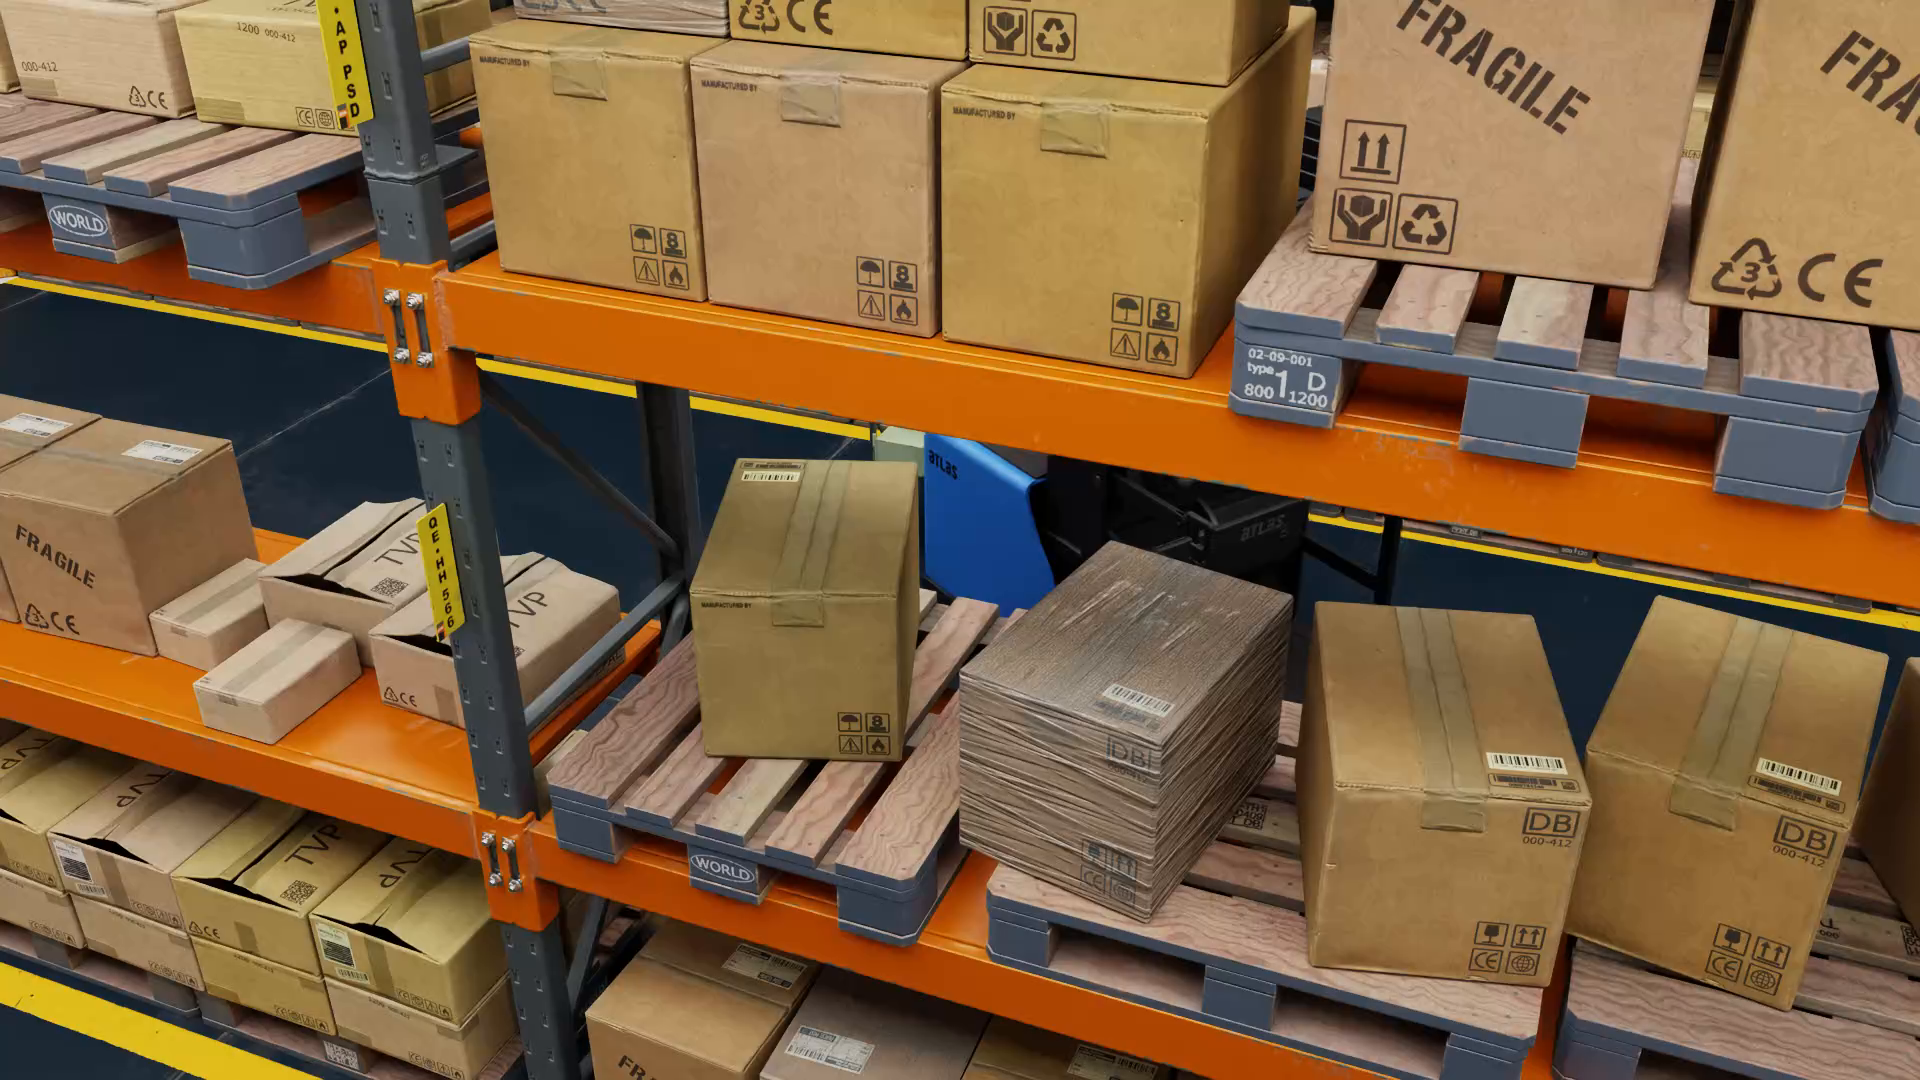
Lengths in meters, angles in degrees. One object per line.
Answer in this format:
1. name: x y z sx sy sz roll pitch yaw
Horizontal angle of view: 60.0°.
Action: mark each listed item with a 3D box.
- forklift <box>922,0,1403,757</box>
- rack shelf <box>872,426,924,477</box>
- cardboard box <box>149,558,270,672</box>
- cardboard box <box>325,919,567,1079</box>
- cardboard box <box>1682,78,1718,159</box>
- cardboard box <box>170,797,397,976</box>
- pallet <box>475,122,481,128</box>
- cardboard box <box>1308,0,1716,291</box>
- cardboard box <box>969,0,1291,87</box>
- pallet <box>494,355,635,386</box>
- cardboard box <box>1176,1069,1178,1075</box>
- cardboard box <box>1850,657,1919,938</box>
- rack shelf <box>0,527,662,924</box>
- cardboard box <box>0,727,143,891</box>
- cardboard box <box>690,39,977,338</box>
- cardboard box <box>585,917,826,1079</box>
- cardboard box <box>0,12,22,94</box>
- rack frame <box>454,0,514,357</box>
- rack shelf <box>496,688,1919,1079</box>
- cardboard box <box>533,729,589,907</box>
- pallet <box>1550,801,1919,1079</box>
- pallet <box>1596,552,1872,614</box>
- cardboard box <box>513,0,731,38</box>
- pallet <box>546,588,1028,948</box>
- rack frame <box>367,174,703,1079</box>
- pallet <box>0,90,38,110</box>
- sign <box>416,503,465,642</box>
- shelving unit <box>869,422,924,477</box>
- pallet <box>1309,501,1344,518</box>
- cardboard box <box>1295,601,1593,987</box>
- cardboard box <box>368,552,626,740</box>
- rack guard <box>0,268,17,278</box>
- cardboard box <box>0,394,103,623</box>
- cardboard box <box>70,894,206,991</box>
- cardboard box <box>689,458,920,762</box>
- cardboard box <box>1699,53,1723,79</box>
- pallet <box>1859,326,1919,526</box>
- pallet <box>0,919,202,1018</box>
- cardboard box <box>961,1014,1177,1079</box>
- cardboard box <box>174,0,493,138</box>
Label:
1. forklift: 1.073 -0.409 5.995 1.130 2.935 3.031 -18 34 -29
2. rack shelf: -0.006 -0.370 8.044 0.720 0.370 0.431 11 31 19
3. cardboard box: -2.209 0.228 5.054 0.250 0.149 0.380 14 32 23
4. cardboard box: -1.586 1.357 5.169 0.500 0.250 0.500 12 32 20
5. cardboard box: 3.087 -1.862 7.309 0.500 0.250 0.500 12 32 20
6. cardboard box: -2.069 1.021 5.193 0.500 0.311 0.500 11 31 18
7. pallet: -2.201 -2.379 9.606 1.213 0.211 1.003 11 31 19
8. cardboard box: 1.024 -0.879 3.079 0.600 0.600 0.600 10 31 17
9. cardboard box: 0.340 -1.184 3.130 0.500 0.500 0.500 11 31 19
10. pallet: -2.132 -1.313 10.359 1.213 0.211 1.003 11 31 19
11. cardboard box: 0.428 1.387 4.840 0.500 0.500 0.500 10 31 17
12. cardboard box: 2.345 0.653 3.518 0.500 0.500 0.700 1 30 2
13. rack shelf: -2.860 0.272 5.452 4.000 0.370 1.077 11 31 19
14. cardboard box: -2.999 0.833 5.526 0.500 0.311 0.500 12 32 20
15. cardboard box: -0.117 -0.861 3.575 0.500 0.500 0.910 11 31 19
16. cardboard box: -0.692 1.440 4.747 0.500 0.500 0.500 13 32 21
17. cardboard box: -2.467 -1.353 4.272 0.500 0.250 0.500 11 31 18
18. rack frame: -2.854 -2.671 9.927 0.127 3.000 1.000 11 31 19
19. rack shelf: 0.847 1.012 4.142 4.000 0.370 1.077 11 31 19
20. cardboard box: -1.381 0.868 5.464 0.500 0.311 0.500 12 32 21
21. pallet: 2.000 0.955 3.708 1.213 0.211 1.003 11 31 19
22. pallet: 3.816 -0.085 8.186 1.213 0.211 1.003 11 31 19
23. cardboard box: -0.605 -1.372 3.463 0.500 0.500 0.500 11 31 19
24. pallet: -0.352 0.506 4.502 1.003 0.211 1.213 11 31 19
25. rack frame: -1.007 0.329 4.620 0.127 3.000 1.000 11 31 19
26. pallet: -2.706 -1.185 4.442 1.213 0.211 1.003 13 32 21
27. sign: -1.212 0.078 3.886 0.005 0.325 0.100 11 31 19
28. shelving unit: -0.006 -0.654 7.883 0.755 1.500 0.431 11 31 19
29. pallet: 1.555 -0.536 8.985 1.213 0.211 1.003 11 31 19
30. cardboard box: 1.040 0.544 3.711 0.500 0.500 0.700 4 30 6
31. cardboard box: -1.327 0.280 4.796 0.500 0.311 0.500 13 32 22
32. rack guard: -6.490 -2.308 11.826 0.348 0.500 1.175 11 31 19
33. cardboard box: -3.055 -0.115 5.304 0.500 0.500 0.500 11 31 19
34. cardboard box: -2.530 1.169 5.502 0.500 0.250 0.500 12 32 20
35. cardboard box: -0.381 0.167 4.377 0.500 0.500 0.700 1 30 2
36. cardboard box: 3.277 -2.087 7.707 0.500 0.250 0.500 10 31 17
37. pallet: 2.122 -0.308 2.889 1.003 0.211 1.213 11 31 19
38. pallet: -2.881 1.146 6.008 1.213 0.211 1.003 11 31 19
39. cardboard box: 0.258 1.629 4.412 0.500 0.500 0.500 11 31 18
40. cardboard box: -1.448 -1.153 3.919 0.500 0.250 0.500 9 31 15
